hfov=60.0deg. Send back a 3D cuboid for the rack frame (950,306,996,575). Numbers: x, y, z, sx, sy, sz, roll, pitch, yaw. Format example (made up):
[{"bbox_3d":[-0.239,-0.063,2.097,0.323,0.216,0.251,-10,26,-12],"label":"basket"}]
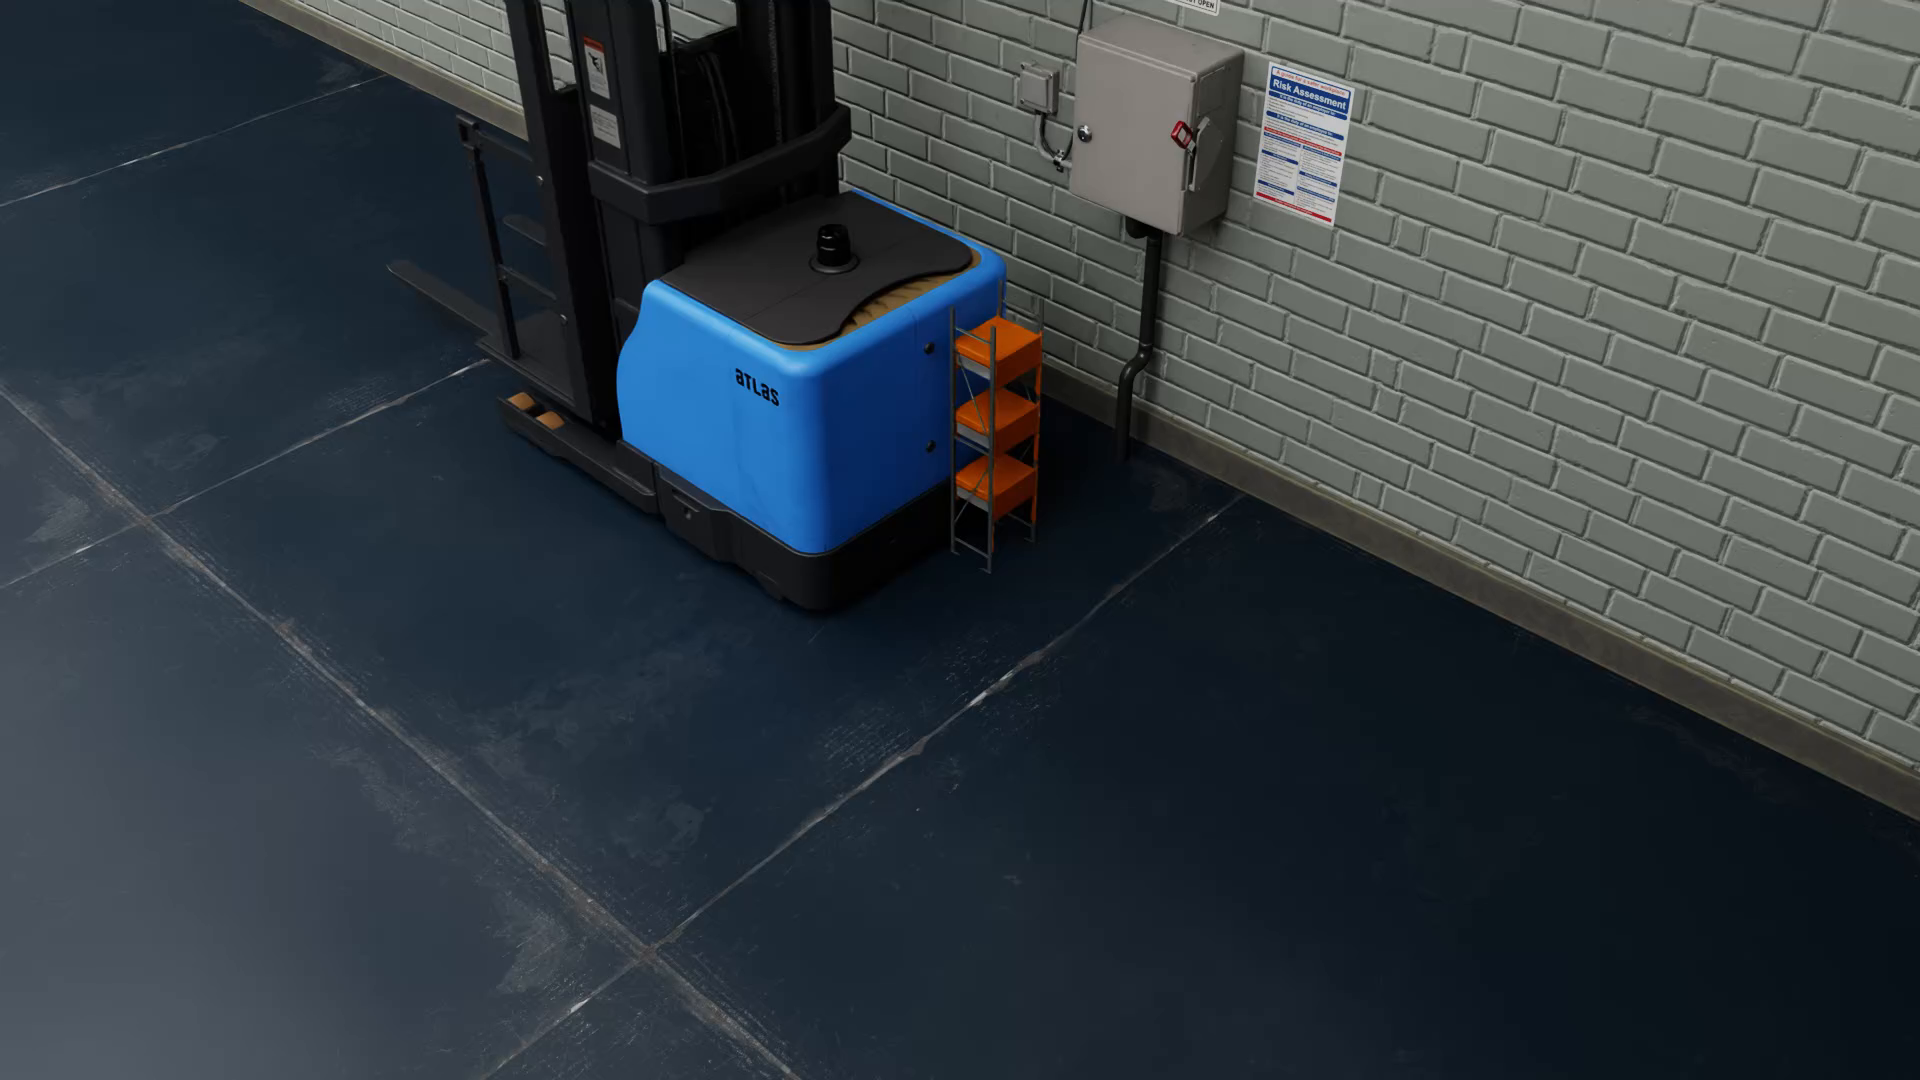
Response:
[{"bbox_3d":[0.042,-0.327,5.818,0.200,1.050,0.008,30,47,32],"label":"rack frame"}]

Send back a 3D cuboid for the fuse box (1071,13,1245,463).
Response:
[{"bbox_3d":[0.644,-0.972,6.098,0.539,1.711,0.414,30,47,32],"label":"fuse box"}]

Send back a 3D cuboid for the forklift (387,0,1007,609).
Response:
[{"bbox_3d":[-1.237,-1.705,6.039,3.031,2.935,1.130,31,48,33],"label":"forklift"}]

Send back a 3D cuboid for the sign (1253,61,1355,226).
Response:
[{"bbox_3d":[1.148,-1.327,5.585,0.329,0.494,0.001,30,47,32],"label":"sign"}]

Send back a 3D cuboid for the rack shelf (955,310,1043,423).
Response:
[{"bbox_3d":[0.124,-0.597,5.718,0.215,0.259,0.240,30,47,32],"label":"rack shelf"}]

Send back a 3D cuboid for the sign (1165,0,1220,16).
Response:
[{"bbox_3d":[0.742,-1.918,5.589,0.339,0.242,0.001,30,47,32],"label":"sign"}]

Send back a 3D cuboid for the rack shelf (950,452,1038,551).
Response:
[{"bbox_3d":[0.124,-0.157,6.068,0.215,0.259,0.240,30,47,32],"label":"rack shelf"}]

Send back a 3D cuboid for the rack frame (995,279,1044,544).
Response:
[{"bbox_3d":[0.207,-0.439,5.959,0.200,1.050,0.008,30,47,32],"label":"rack frame"}]

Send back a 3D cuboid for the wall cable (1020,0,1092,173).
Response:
[{"bbox_3d":[0.246,-2.233,5.832,0.588,1.984,0.122,30,47,32],"label":"wall cable"}]

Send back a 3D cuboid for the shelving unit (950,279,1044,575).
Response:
[{"bbox_3d":[0.124,-0.383,5.889,0.215,1.050,0.252,30,47,32],"label":"shelving unit"}]

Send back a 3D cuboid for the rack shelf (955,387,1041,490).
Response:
[{"bbox_3d":[0.124,-0.375,5.895,0.215,0.259,0.240,30,47,32],"label":"rack shelf"}]
